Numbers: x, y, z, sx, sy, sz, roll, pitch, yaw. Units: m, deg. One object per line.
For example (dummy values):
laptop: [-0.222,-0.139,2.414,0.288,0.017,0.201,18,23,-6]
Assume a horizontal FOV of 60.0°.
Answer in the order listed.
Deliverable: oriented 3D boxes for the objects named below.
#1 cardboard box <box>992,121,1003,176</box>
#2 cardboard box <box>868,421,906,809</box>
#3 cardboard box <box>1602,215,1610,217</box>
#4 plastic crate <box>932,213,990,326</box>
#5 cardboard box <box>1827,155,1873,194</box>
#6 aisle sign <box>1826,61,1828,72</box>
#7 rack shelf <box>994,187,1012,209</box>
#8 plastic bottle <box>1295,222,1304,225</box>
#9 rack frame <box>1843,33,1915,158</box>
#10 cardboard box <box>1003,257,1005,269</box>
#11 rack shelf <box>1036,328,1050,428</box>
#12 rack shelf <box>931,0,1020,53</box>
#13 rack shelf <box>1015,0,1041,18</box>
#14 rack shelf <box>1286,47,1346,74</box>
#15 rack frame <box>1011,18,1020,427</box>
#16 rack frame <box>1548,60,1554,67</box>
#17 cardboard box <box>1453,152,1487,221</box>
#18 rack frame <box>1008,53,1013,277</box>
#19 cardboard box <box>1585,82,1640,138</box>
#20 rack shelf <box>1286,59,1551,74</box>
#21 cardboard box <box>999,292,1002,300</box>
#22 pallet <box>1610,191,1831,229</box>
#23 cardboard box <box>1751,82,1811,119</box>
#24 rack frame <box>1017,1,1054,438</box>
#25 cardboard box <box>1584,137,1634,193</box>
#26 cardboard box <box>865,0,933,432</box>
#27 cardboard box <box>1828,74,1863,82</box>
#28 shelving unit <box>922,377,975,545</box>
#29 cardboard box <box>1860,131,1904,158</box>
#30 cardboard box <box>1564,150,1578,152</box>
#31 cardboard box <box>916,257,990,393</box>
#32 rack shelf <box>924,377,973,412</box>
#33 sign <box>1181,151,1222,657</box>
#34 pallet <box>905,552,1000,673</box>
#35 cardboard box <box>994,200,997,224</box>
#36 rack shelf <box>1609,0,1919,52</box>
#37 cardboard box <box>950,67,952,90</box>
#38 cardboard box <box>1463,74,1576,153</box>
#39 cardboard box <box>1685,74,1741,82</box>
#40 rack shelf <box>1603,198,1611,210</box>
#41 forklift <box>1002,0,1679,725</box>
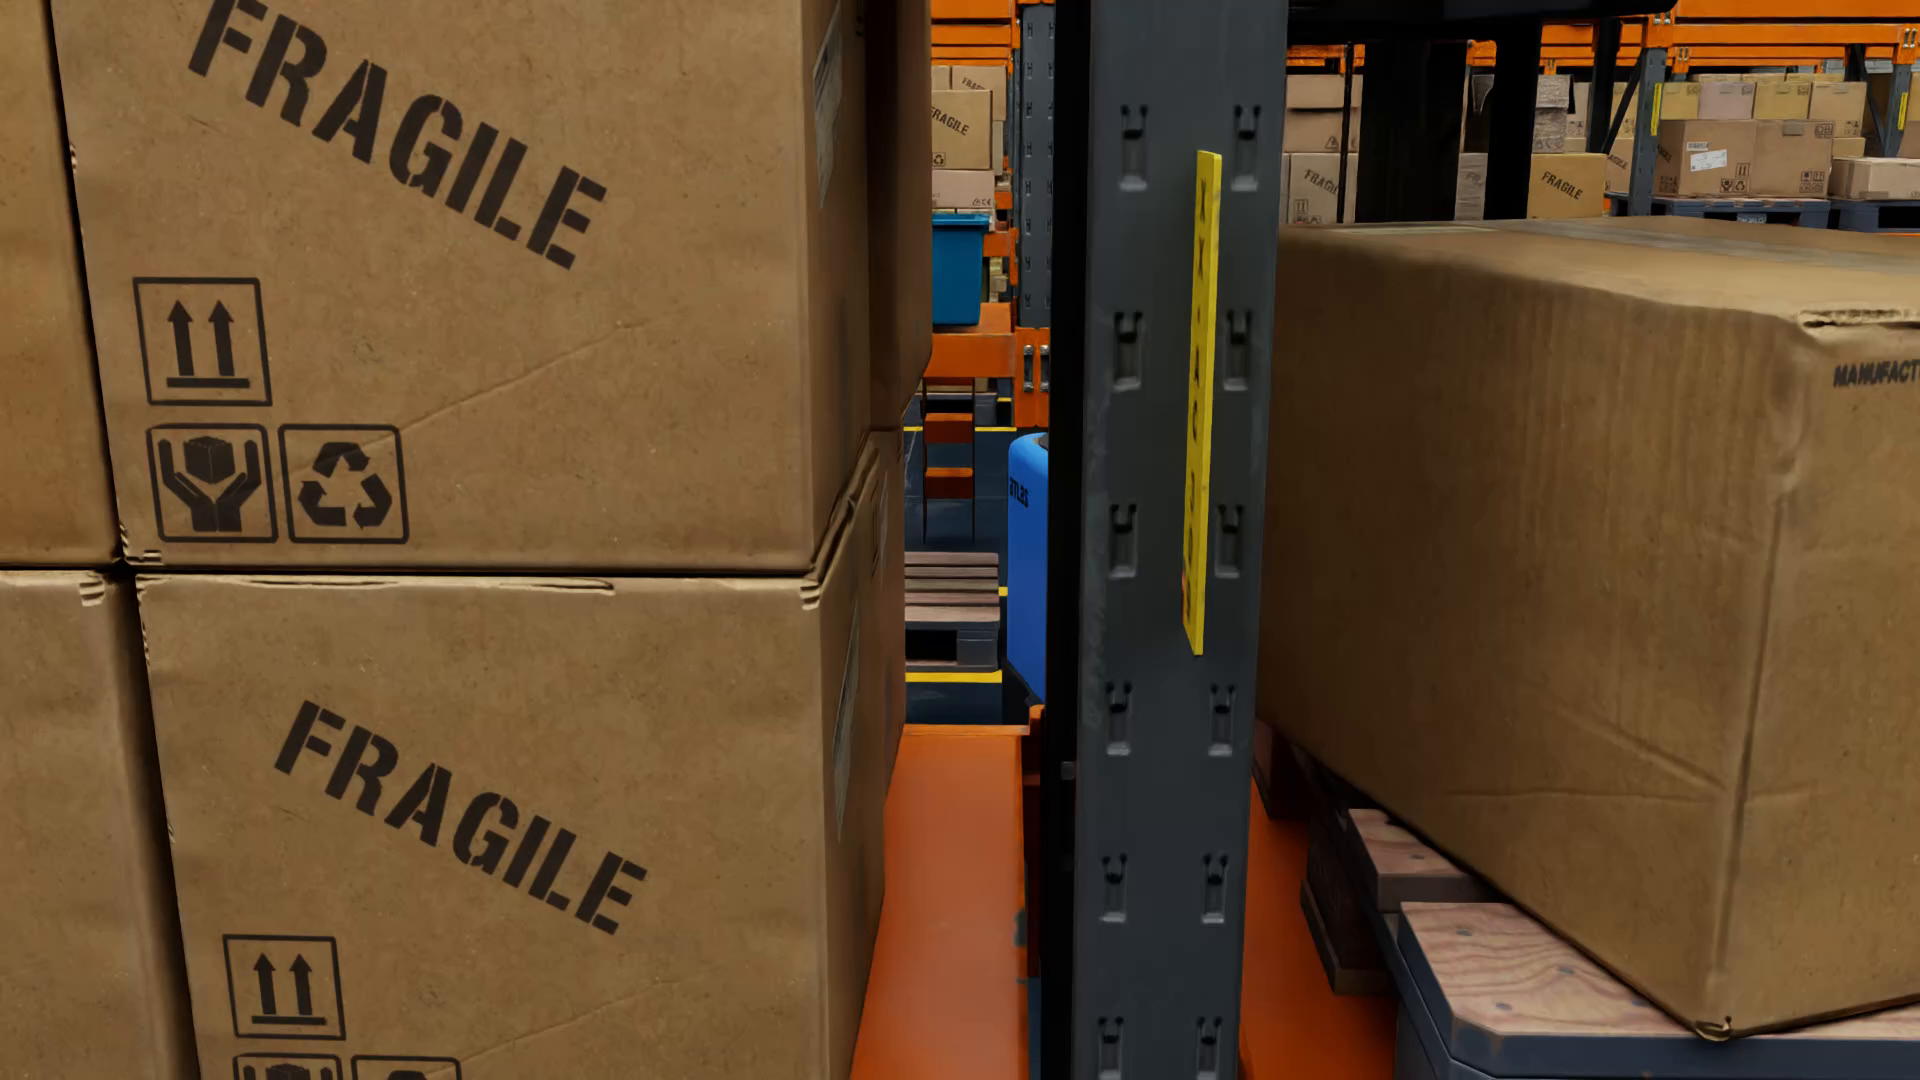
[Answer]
cardboard box: [0.160,-3.725,15.800,0.500,0.500,0.500,0,15,2]
cardboard box: [-0.337,0.068,2.008,0.500,0.500,0.500,1,15,3]
cardboard box: [9.779,-4.865,25.467,0.500,0.250,0.500,0,15,0]
plastic crate: [-0.179,-1.012,6.209,0.575,0.384,0.392,0,15,1]
cardboard box: [6.095,-2.508,11.405,0.258,0.266,0.396,0,15,0]
aisle sign: [12.853,-7.234,24.784,0.004,0.787,0.394,0,15,1]
rack shelf: [-1.349,-3.267,16.253,4.000,0.370,1.077,0,15,1]
plastic bottle: [1.408,-1.127,6.828,0.185,0.351,0.144,0,15,1]
rack frame: [8.648,-3.550,15.914,0.127,3.000,1.000,0,15,1]
cardboard box: [0.311,-2.769,16.555,0.250,0.149,0.380,1,15,4]
rack shelf: [2.295,-0.714,6.575,4.000,0.370,1.077,0,15,1]
rack shelf: [-1.577,-3.453,11.079,4.000,0.370,1.077,0,15,1]
rack shelf: [-1.703,-2.190,6.291,4.000,0.370,1.077,0,15,1]
rack shelf: [2.675,-5.954,20.559,4.000,0.370,1.077,0,15,1]
rack frame: [0.423,-2.338,11.320,0.127,3.000,1.000,0,15,1]
rack frame: [8.796,-6.079,25.500,0.127,3.000,1.000,0,15,1]
cardboard box: [3.423,-2.305,10.999,0.500,0.500,0.500,0,15,1]
rack frame: [0.676,-4.865,20.899,0.127,3.000,1.000,0,15,1]
cardboard box: [6.116,-4.096,15.830,0.500,0.500,0.700,0,15,1]
rack shelf: [6.797,-7.194,25.258,4.000,0.370,1.077,0,15,1]
cardboard box: [0.295,-2.511,16.742,0.250,0.149,0.380,0,15,-1]
pallet: [5.136,-2.241,11.331,1.003,0.211,1.213,0,15,1]
cardboard box: [7.637,-4.086,15.791,0.500,0.500,0.700,0,15,0]
rack frame: [0.296,-1.074,6.533,0.127,3.000,1.000,0,15,1]
cardboard box: [6.103,-3.546,15.706,0.500,0.500,0.500,0,15,1]
cardboard box: [-0.298,-0.418,1.888,0.500,0.500,0.500,1,15,3]
cardboard box: [10.642,-5.431,20.306,0.500,0.500,0.700,0,15,1]
shelving unit: [-0.053,-0.508,8.207,0.252,1.050,0.215,0,15,1]
cardboard box: [9.017,-3.623,15.898,0.550,0.550,0.875,0,15,1]
cardboard box: [3.942,-2.432,11.484,0.500,0.500,0.500,1,15,3]
cardboard box: [-0.235,-1.538,11.631,0.875,0.875,0.875,0,15,1]
rack shelf: [-0.053,-0.772,8.138,0.240,0.259,0.215,0,15,1]
sign: [0.160,-0.091,1.110,0.005,0.325,0.100,0,15,1]
pallet: [-0.440,0.279,6.869,1.213,0.211,1.003,0,15,1]
cardboard box: [0.135,-2.303,11.681,0.250,0.149,0.380,0,15,2]
rack shelf: [6.421,-3.401,10.881,4.000,0.370,1.077,0,15,1]
cardboard box: [-0.313,-4.342,16.178,0.500,0.500,0.500,0,15,0]
cardboard box: [3.691,-2.854,11.114,0.637,0.503,0.797,1,15,3]
cardboard box: [9.107,-5.430,20.303,0.500,0.500,0.700,0,15,1]
rack shelf: [6.648,-3.215,16.056,4.000,0.370,1.077,0,15,1]
forklift: [0.993,-0.395,4.091,1.130,2.935,3.031,-4,15,-13]
